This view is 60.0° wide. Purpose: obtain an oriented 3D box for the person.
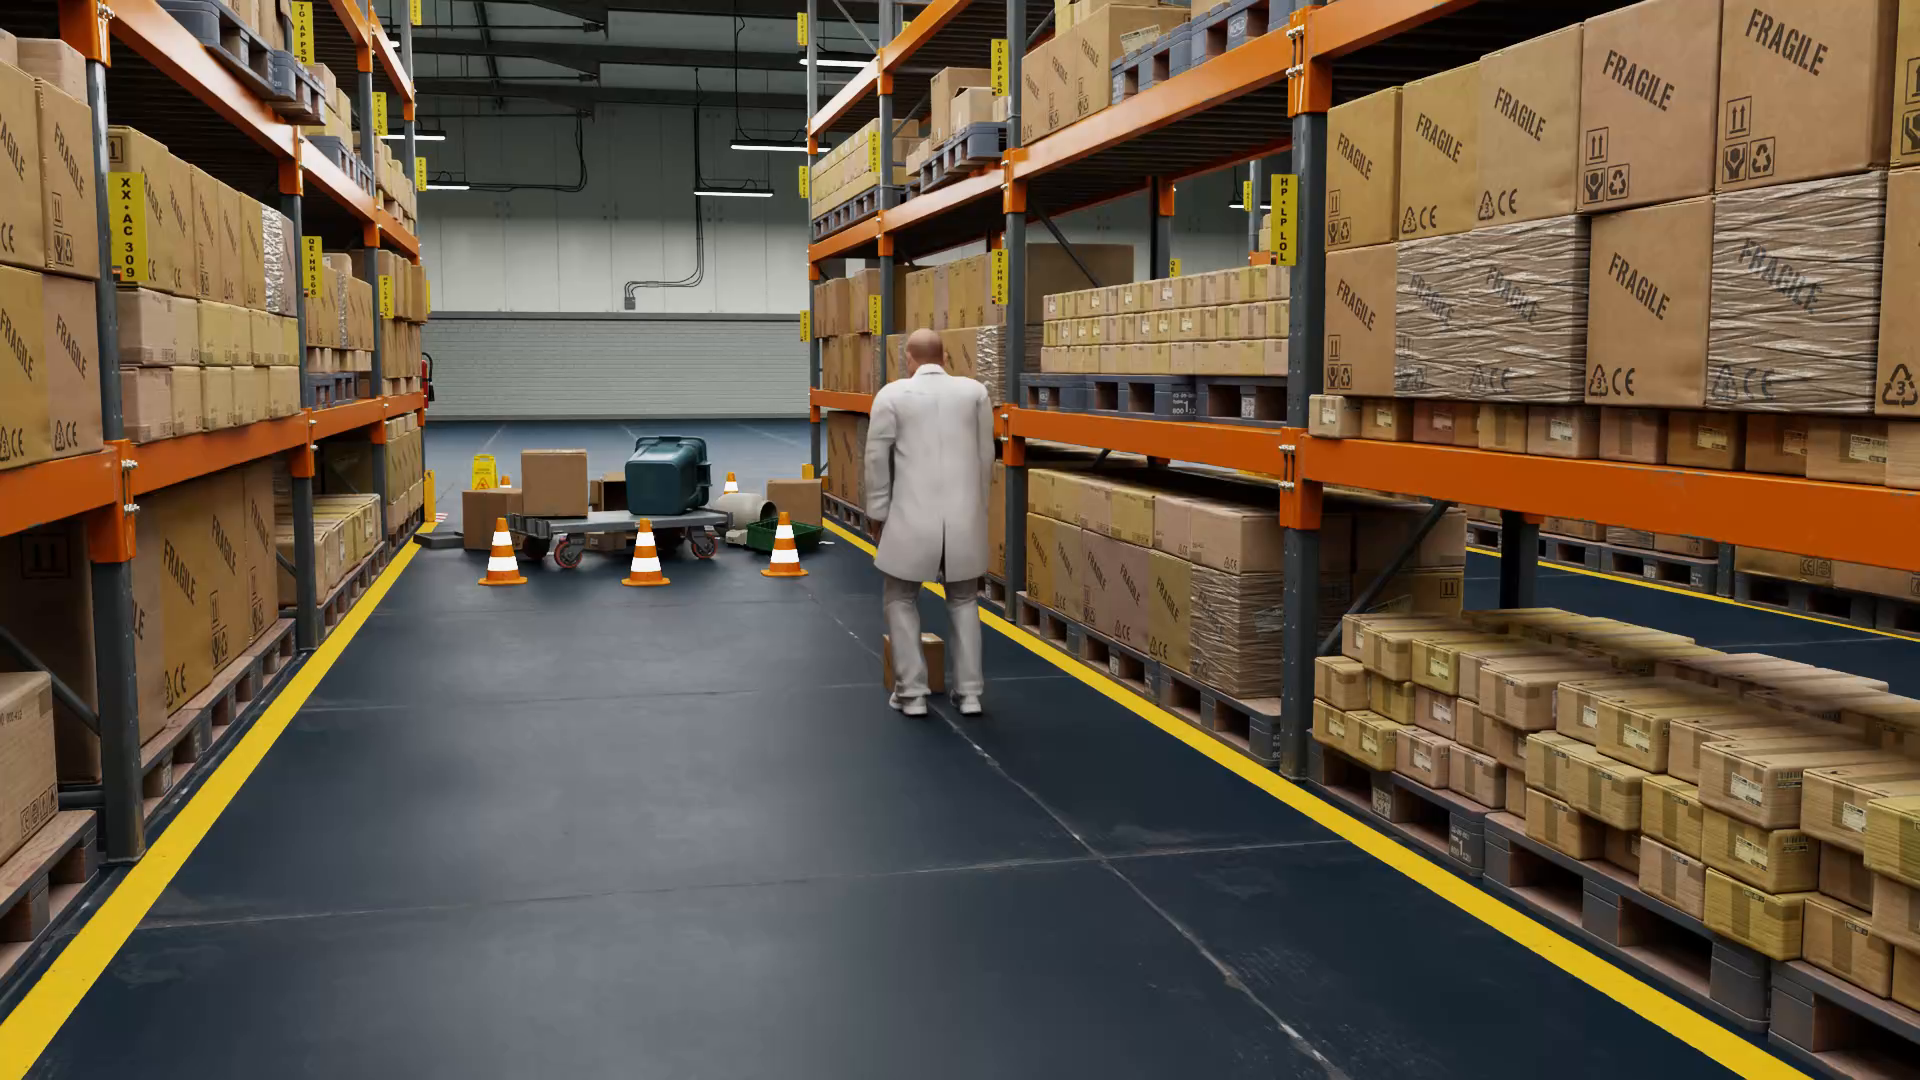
[{"bbox_3d":[-0.137,-0.081,7.462,0.591,1.728,0.432,-1,6,-12],"label":"person"}]
